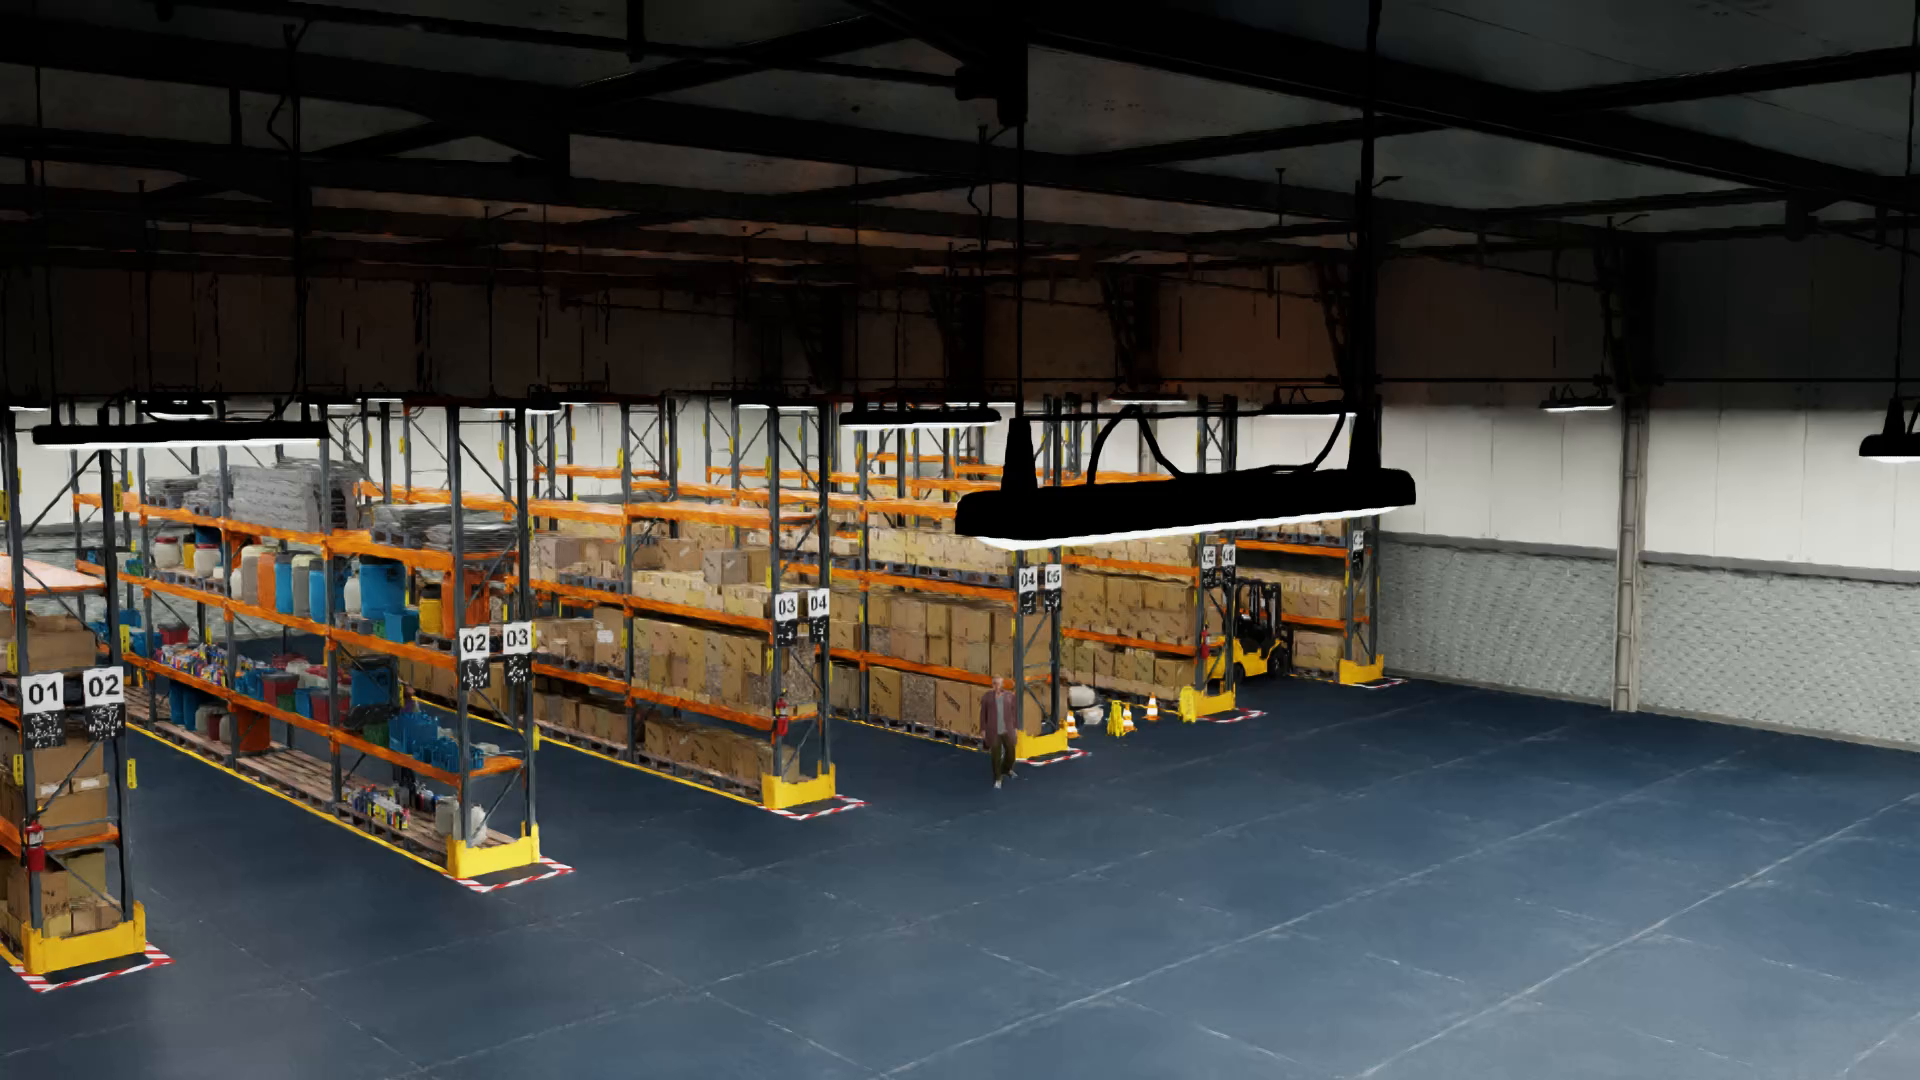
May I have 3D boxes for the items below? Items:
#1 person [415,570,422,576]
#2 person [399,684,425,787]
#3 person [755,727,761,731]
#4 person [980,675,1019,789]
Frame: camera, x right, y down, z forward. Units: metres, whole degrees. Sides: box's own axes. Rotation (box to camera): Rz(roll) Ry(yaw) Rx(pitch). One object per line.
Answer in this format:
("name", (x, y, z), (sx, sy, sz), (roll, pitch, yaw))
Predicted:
("person", (-13.477, 1.529, 41.346), (0.446, 1.590, 1.110), (-5, 7, -41))
("person", (-8.545, 3.023, 25.847), (0.506, 1.602, 0.420), (2, 6, 22))
("person", (-3.674, 2.559, 30.152), (0.569, 1.708, 1.042), (-4, 7, -34))
("person", (0.613, 2.950, 25.901), (0.626, 1.773, 0.582), (-1, 6, -7))
